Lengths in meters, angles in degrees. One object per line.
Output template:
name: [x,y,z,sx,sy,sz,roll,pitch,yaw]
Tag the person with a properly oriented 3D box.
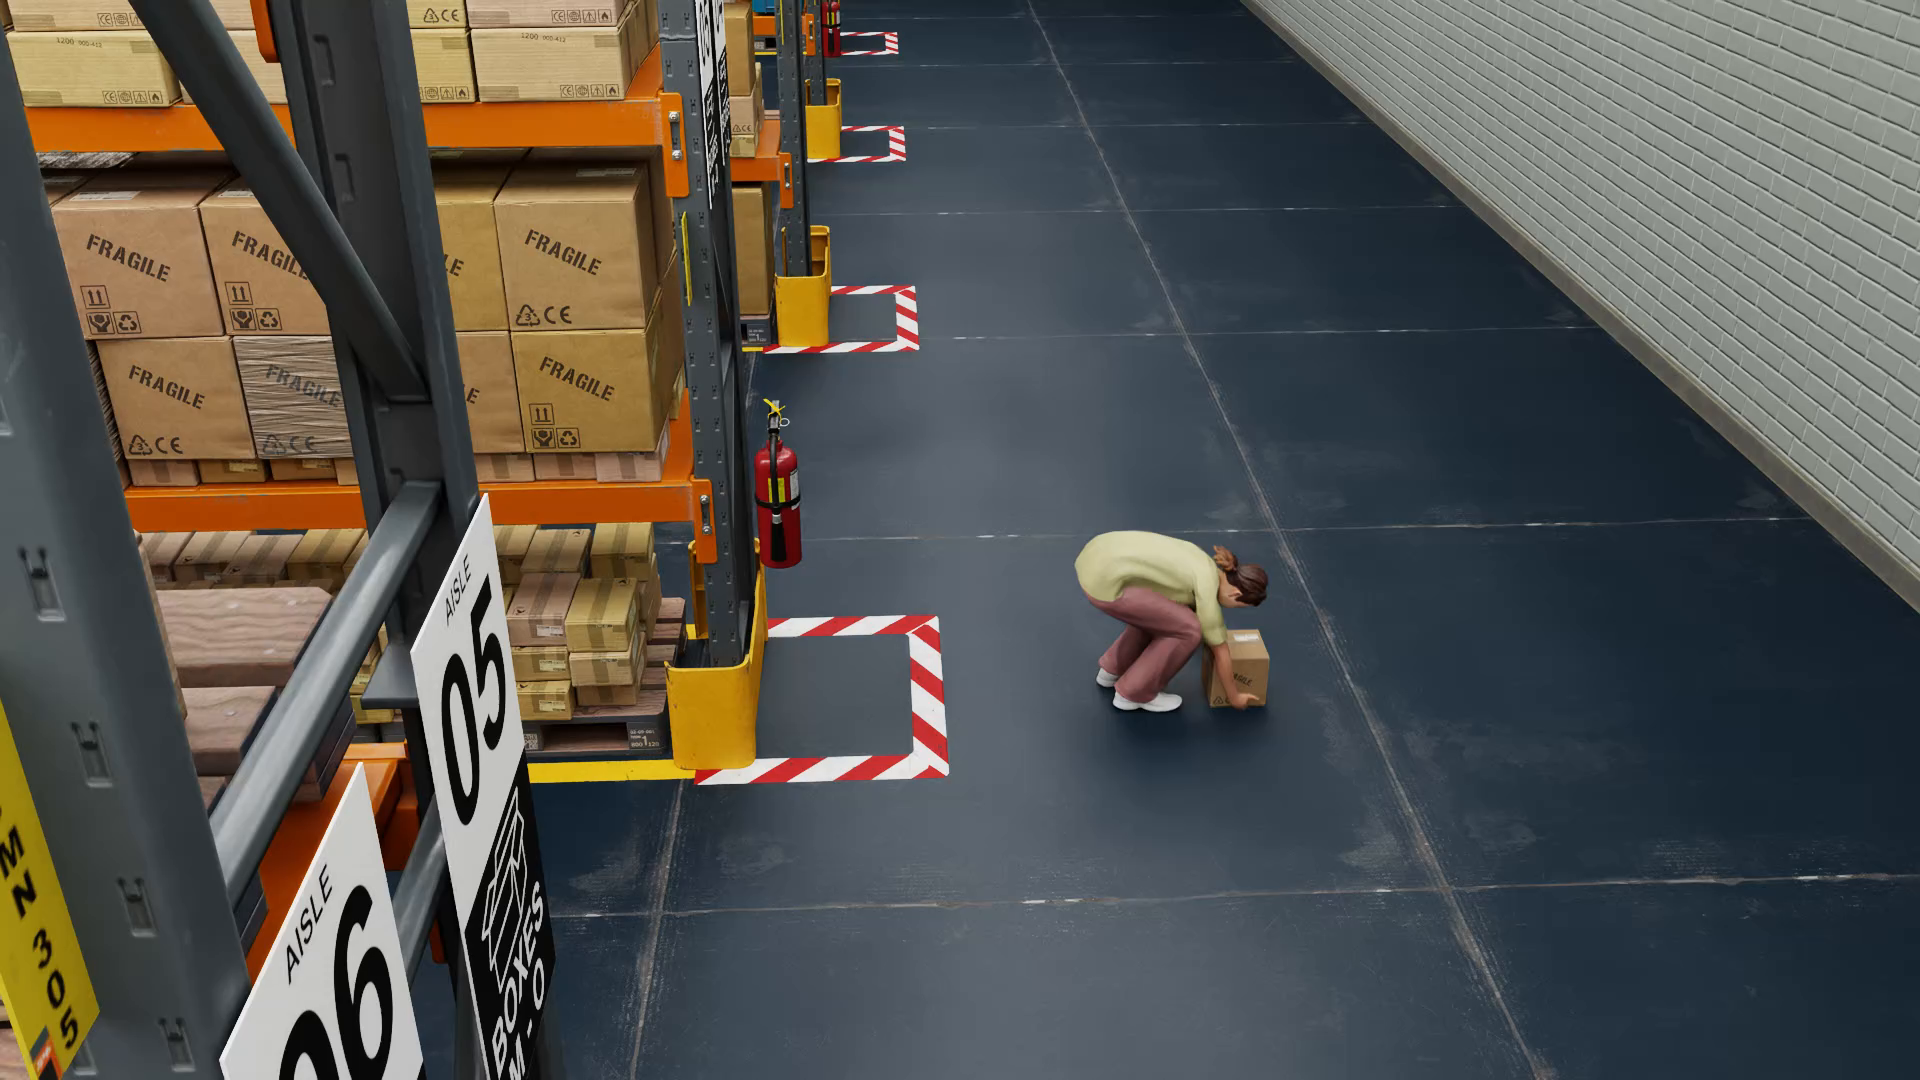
person: [0.935,0.370,7.421,0.857,0.770,0.469,-2,28,-5]
